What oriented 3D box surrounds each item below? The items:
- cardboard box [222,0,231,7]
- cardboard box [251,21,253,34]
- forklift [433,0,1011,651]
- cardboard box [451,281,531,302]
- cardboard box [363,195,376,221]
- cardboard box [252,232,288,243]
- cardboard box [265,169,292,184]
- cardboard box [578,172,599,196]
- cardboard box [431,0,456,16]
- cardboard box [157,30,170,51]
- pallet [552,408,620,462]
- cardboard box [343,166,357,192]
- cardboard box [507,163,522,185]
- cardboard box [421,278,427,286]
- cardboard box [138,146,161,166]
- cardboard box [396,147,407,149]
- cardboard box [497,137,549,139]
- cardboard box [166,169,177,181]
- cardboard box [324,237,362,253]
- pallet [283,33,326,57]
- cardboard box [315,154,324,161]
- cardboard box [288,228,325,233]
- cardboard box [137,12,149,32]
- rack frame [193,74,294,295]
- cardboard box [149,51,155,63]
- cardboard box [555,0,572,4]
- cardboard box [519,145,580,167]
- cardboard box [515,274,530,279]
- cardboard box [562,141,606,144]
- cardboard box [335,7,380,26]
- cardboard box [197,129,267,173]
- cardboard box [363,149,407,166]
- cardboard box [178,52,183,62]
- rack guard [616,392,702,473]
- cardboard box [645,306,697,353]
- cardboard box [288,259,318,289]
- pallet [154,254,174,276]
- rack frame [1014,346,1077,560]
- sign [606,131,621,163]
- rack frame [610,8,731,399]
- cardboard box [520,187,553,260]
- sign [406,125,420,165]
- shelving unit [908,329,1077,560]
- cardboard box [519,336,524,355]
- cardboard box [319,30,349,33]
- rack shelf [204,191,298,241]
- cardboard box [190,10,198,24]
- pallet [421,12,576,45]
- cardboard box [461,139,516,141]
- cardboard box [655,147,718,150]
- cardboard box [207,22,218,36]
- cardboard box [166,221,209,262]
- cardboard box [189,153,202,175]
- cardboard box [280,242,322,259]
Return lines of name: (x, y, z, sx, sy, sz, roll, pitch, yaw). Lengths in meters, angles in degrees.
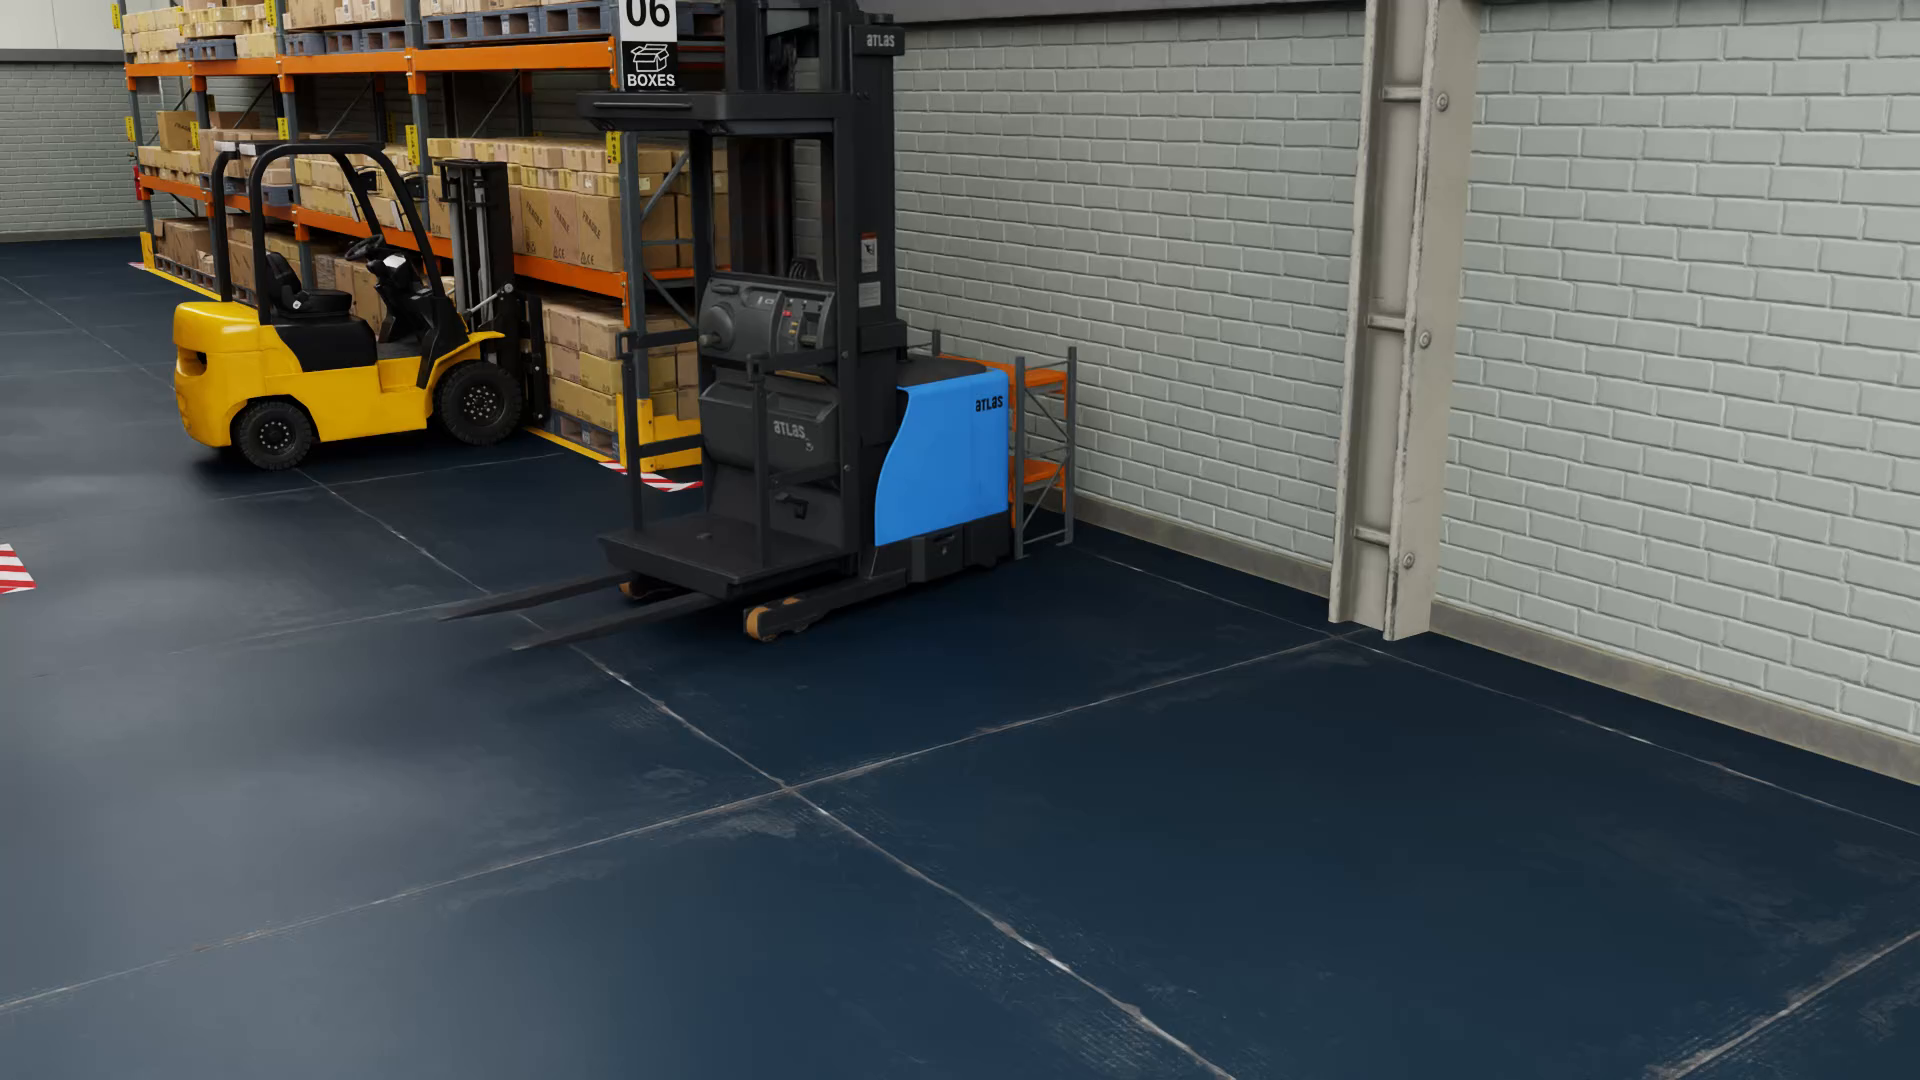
cardboard box: (-8.629, -6.455, 19.941, 0.396, 0.266, 0.258, -11, 19, -35)
cardboard box: (-7.473, -5.567, 18.081, 0.380, 0.149, 0.250, -11, 19, -34)
forklift: (-1.095, -1.086, 7.991, 1.130, 2.935, 3.031, 14, 21, 41)
cardboard box: (-3.837, -1.978, 13.640, 0.500, 0.250, 0.500, -11, 19, -34)
cardboard box: (-5.235, -3.094, 15.483, 0.500, 0.250, 0.500, -11, 19, -34)
cardboard box: (-8.050, -3.513, 19.441, 0.380, 0.149, 0.250, -10, 18, -33)
cardboard box: (-7.209, -3.898, 17.818, 0.380, 0.149, 0.250, -10, 18, -34)
cardboard box: (-2.413, -2.470, 11.499, 0.380, 0.149, 0.250, -11, 18, -34)
cardboard box: (-3.868, -4.321, 13.185, 0.500, 0.311, 0.500, -10, 18, -33)
cardboard box: (-9.956, -6.393, 21.291, 0.500, 0.250, 0.500, -10, 18, -33)
pallet: (-2.292, -0.840, 12.245, 1.003, 0.211, 1.213, -11, 19, -35)
cardboard box: (-5.541, -3.446, 15.820, 0.500, 0.250, 0.500, -11, 19, -34)
cardboard box: (-3.292, -2.801, 12.710, 0.380, 0.149, 0.250, -11, 19, -36)
cardboard box: (-4.476, -2.049, 15.083, 0.875, 0.625, 0.625, -10, 18, -32)
cardboard box: (-11.167, -5.377, 23.261, 0.500, 0.250, 0.500, -11, 19, -34)
cardboard box: (-5.239, -3.735, 16.121, 0.380, 0.149, 0.250, -10, 18, -33)
cardboard box: (-3.728, -3.365, 14.209, 0.380, 0.149, 0.250, -11, 19, -34)
cardboard box: (-10.356, -4.875, 22.181, 0.380, 0.149, 0.250, -10, 18, -33)
cardboard box: (-6.912, -3.307, 18.689, 0.380, 0.149, 0.250, -11, 19, -34)
pallet: (-6.041, -4.961, 16.696, 1.213, 0.211, 1.003, -10, 18, -32)
cardboard box: (-6.233, -3.876, 16.637, 0.380, 0.149, 0.250, -10, 18, -33)
cardboard box: (-7.815, -3.643, 19.914, 0.380, 0.149, 0.250, -10, 18, -33)
cardboard box: (-10.568, -6.853, 22.025, 0.500, 0.250, 0.500, -11, 19, -35)
rack frame: (-8.864, -4.590, 20.666, 1.000, 3.000, 0.127, -11, 19, -35)
cardboard box: (-10.394, -6.324, 21.792, 0.380, 0.149, 0.250, -11, 19, -34)
cardboard box: (-2.541, -3.734, 11.347, 0.380, 0.149, 0.250, -12, 19, -36)
cardboard box: (-3.021, -2.833, 12.265, 0.380, 0.149, 0.250, -10, 18, -33)
cardboard box: (-3.714, -2.166, 14.326, 0.500, 0.250, 0.500, -10, 18, -33)
cardboard box: (-2.878, -3.028, 12.976, 0.380, 0.149, 0.250, -10, 18, -33)
cardboard box: (-5.506, -4.811, 15.281, 0.380, 0.149, 0.250, -11, 19, -35)
cardboard box: (-8.760, -4.703, 20.093, 0.700, 0.500, 0.500, -10, 18, -33)
cardboard box: (-5.316, -3.550, 15.447, 0.380, 0.149, 0.250, -11, 19, -34)
cardboard box: (-9.456, -6.000, 20.609, 0.380, 0.149, 0.250, -11, 19, -35)
rack guard: (-1.794, -0.817, 11.615, 1.175, 0.500, 0.348, -11, 19, -35)
cardboard box: (-1.938, -1.519, 11.962, 0.500, 0.250, 0.500, -11, 19, -35)
cardboard box: (-6.935, -2.790, 18.028, 0.500, 0.500, 0.500, -10, 18, -33)
pallet: (-10.702, -3.913, 23.474, 1.003, 0.211, 1.213, -11, 19, -35)
rack frame: (0.473, -0.486, 9.219, 0.032, 1.125, 0.500, 13, 20, 39)
sign: (-2.255, -2.620, 10.823, 0.100, 0.325, 0.005, -11, 19, -35)
rack frame: (-1.808, -2.028, 11.304, 1.000, 3.000, 0.127, -11, 19, -35)
cardboard box: (-2.909, -2.362, 12.335, 0.500, 0.500, 0.500, -11, 19, -36)
sign: (-4.593, -3.316, 13.967, 0.100, 0.325, 0.005, -11, 19, -35)
shelving unit: (0.090, -0.574, 9.542, 1.048, 1.125, 0.538, 13, 20, 39)
cardboard box: (-3.245, -1.524, 12.929, 0.500, 0.250, 0.500, -11, 19, -35)
cardboard box: (-6.534, -5.418, 17.537, 0.380, 0.149, 0.250, -11, 19, -34)
rack shelf: (-7.688, -3.816, 19.201, 1.077, 0.370, 4.000, -11, 19, -35)
cardboard box: (-8.714, -6.072, 19.324, 0.380, 0.149, 0.250, -11, 19, -36)
pallet: (-3.638, -4.108, 13.390, 1.003, 0.211, 1.213, -11, 19, -35)
cardboard box: (-3.829, -3.178, 13.523, 0.380, 0.149, 0.250, -11, 19, -36)
cardboard box: (-1.939, -2.704, 11.792, 0.380, 0.149, 0.250, -10, 18, -33)
cardboard box: (-8.265, -5.768, 18.777, 0.380, 0.149, 0.250, -10, 18, -33)
cardboard box: (-10.462, -4.108, 22.841, 0.700, 0.500, 0.500, -10, 18, -32)
cardboard box: (-9.361, -4.732, 20.906, 0.500, 0.250, 0.500, -10, 18, -33)
cardboard box: (-7.193, -3.166, 18.171, 0.380, 0.149, 0.250, -12, 19, -37)
